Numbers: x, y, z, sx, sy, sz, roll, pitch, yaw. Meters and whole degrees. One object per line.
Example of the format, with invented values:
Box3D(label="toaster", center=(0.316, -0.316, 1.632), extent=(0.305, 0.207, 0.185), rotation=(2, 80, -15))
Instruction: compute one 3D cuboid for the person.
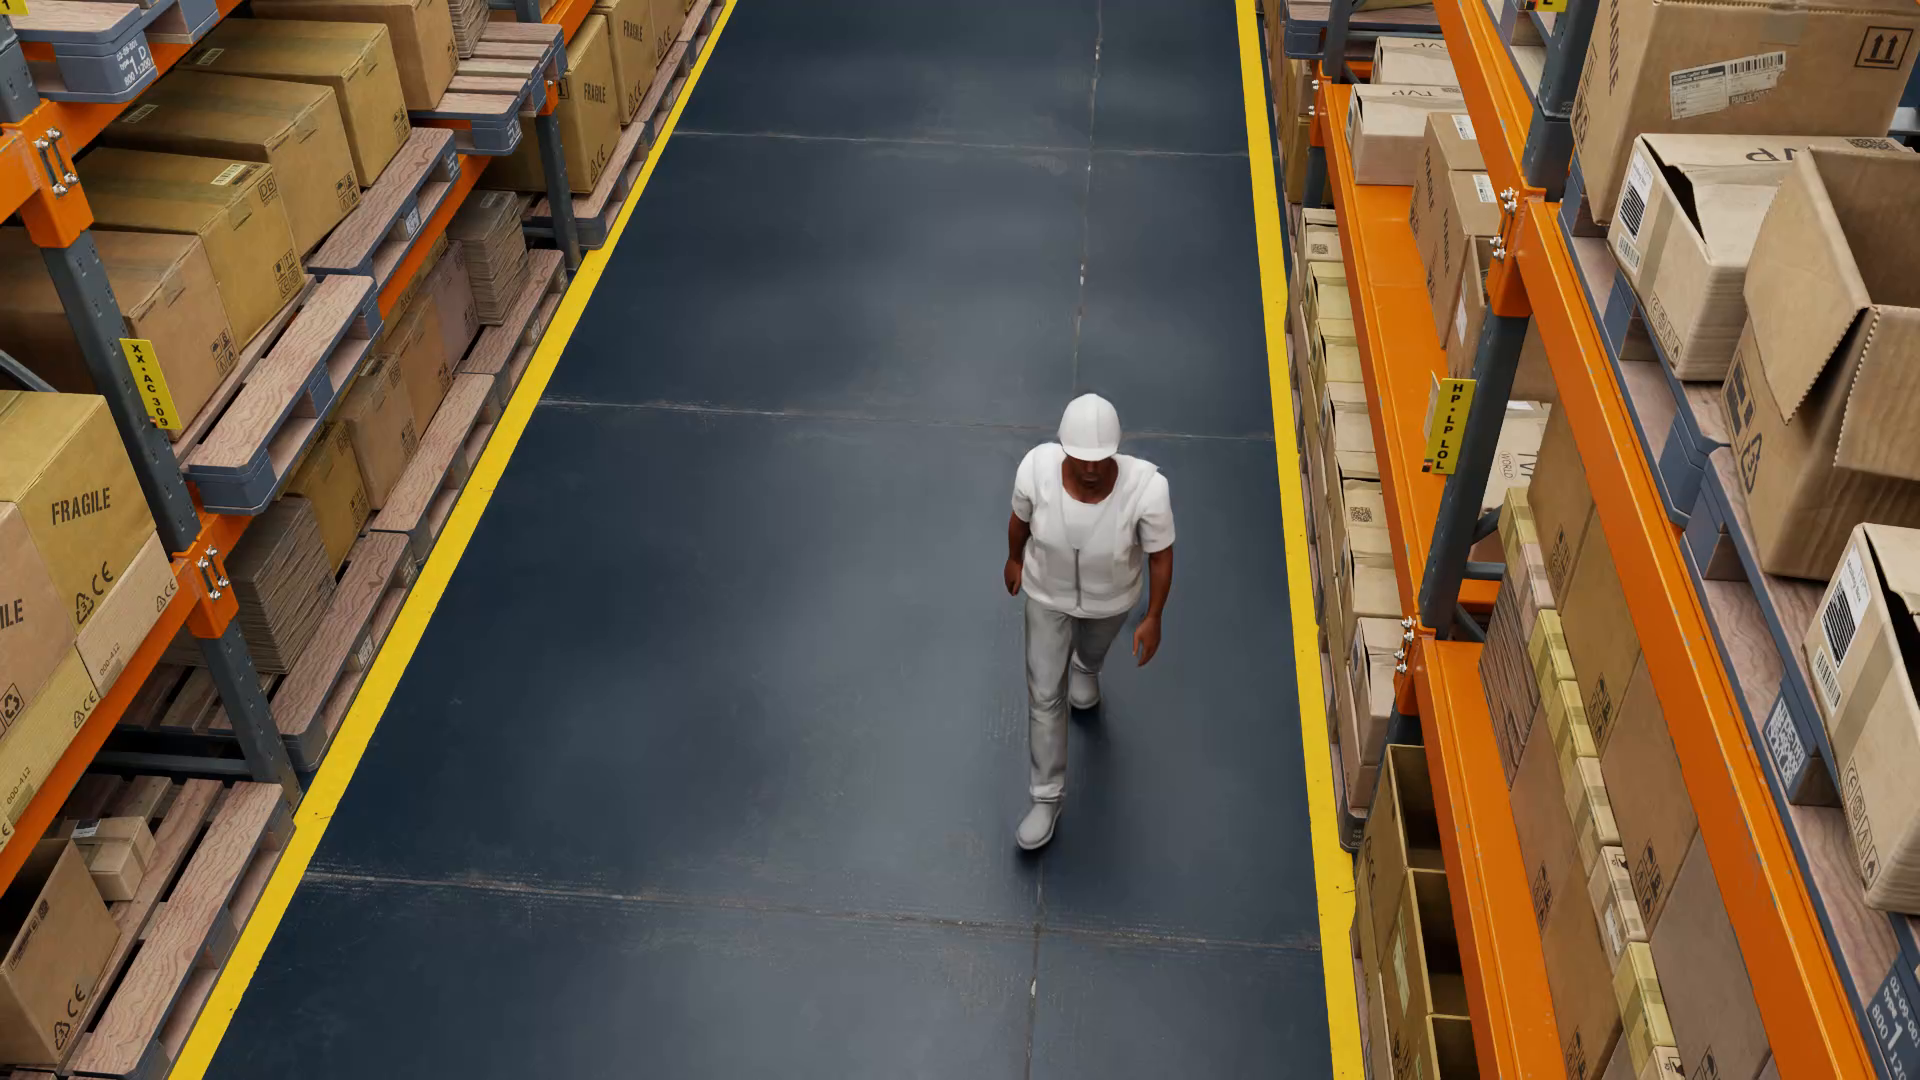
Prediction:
Box3D(label="person", center=(0.432, 0.232, 5.879), extent=(0.600, 1.717, 1.073), rotation=(4, 40, 5))
